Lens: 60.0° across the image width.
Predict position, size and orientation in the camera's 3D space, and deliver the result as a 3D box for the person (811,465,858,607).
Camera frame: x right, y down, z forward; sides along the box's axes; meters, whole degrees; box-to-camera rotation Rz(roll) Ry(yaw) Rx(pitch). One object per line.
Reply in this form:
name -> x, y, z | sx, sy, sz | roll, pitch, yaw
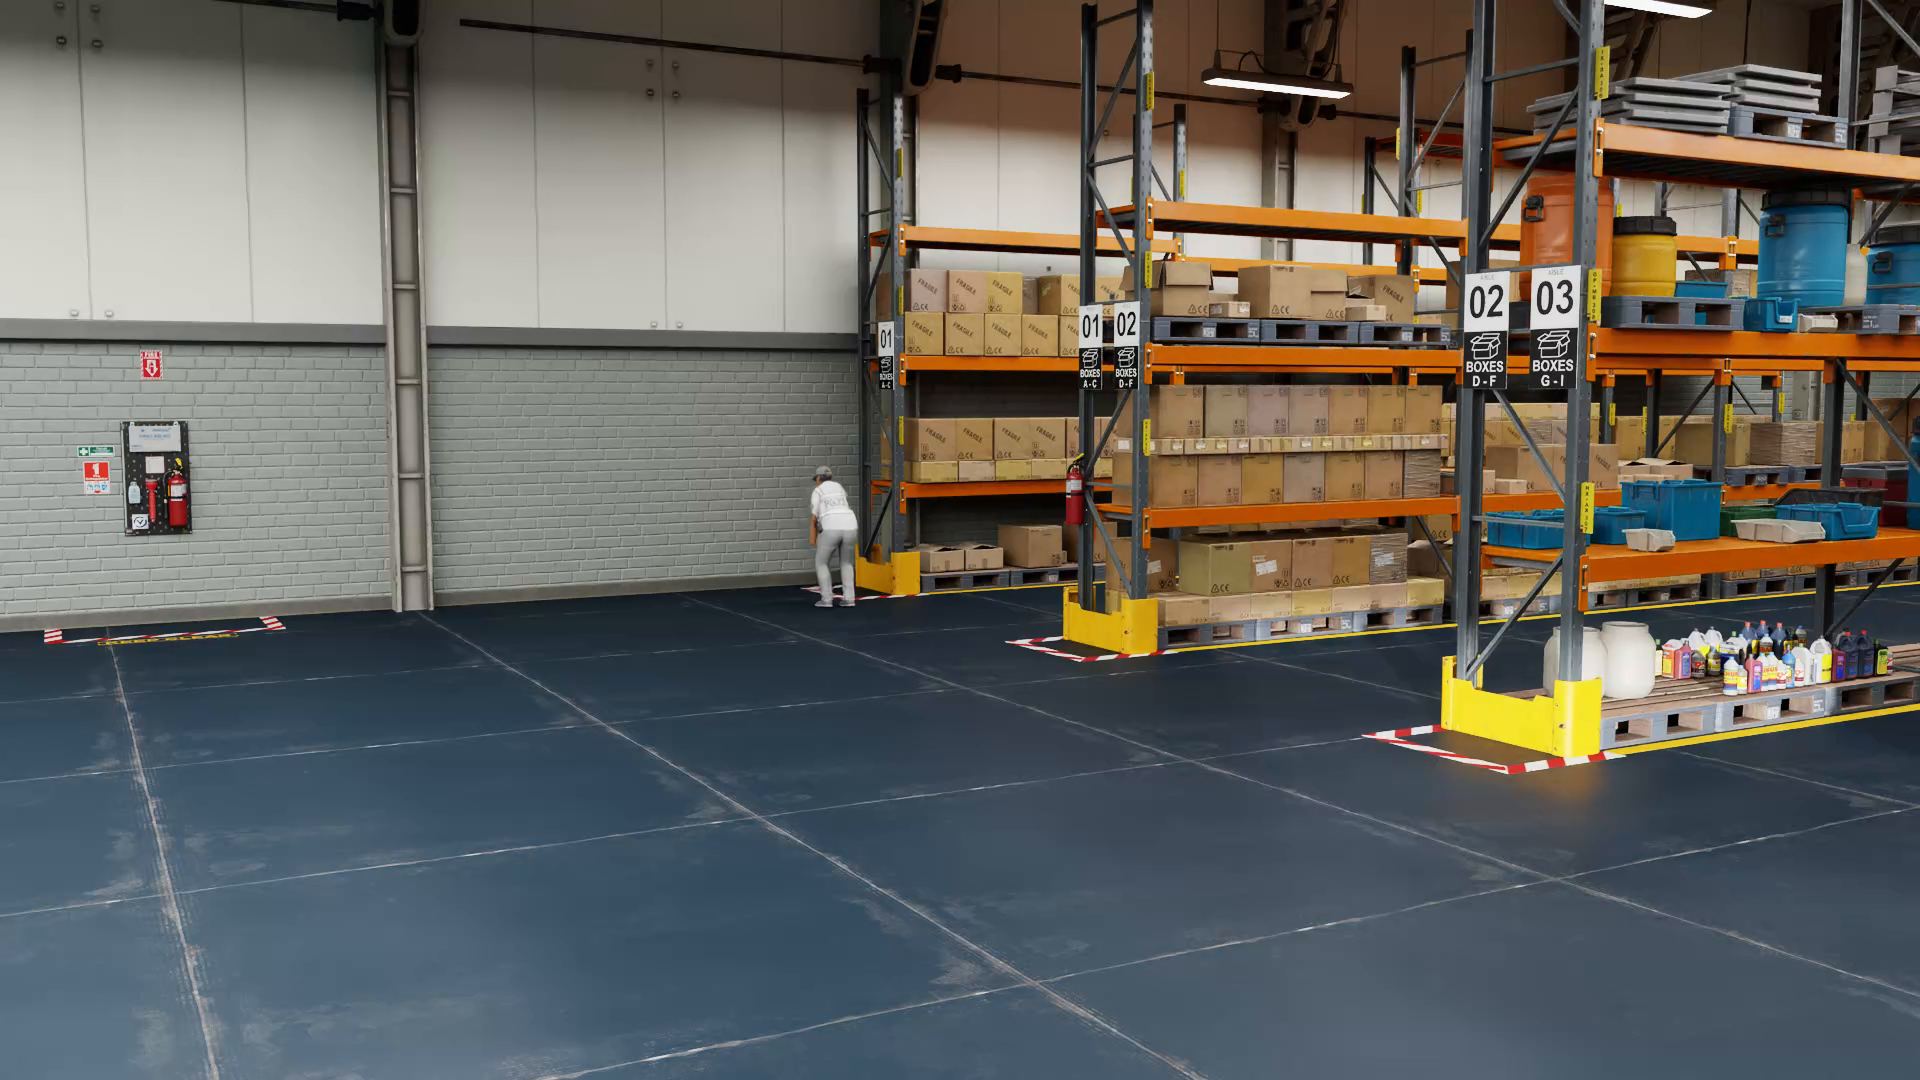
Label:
person -> -1.430, -0.038, 18.499 | 0.453, 1.571, 0.684 | -3, 6, -30
